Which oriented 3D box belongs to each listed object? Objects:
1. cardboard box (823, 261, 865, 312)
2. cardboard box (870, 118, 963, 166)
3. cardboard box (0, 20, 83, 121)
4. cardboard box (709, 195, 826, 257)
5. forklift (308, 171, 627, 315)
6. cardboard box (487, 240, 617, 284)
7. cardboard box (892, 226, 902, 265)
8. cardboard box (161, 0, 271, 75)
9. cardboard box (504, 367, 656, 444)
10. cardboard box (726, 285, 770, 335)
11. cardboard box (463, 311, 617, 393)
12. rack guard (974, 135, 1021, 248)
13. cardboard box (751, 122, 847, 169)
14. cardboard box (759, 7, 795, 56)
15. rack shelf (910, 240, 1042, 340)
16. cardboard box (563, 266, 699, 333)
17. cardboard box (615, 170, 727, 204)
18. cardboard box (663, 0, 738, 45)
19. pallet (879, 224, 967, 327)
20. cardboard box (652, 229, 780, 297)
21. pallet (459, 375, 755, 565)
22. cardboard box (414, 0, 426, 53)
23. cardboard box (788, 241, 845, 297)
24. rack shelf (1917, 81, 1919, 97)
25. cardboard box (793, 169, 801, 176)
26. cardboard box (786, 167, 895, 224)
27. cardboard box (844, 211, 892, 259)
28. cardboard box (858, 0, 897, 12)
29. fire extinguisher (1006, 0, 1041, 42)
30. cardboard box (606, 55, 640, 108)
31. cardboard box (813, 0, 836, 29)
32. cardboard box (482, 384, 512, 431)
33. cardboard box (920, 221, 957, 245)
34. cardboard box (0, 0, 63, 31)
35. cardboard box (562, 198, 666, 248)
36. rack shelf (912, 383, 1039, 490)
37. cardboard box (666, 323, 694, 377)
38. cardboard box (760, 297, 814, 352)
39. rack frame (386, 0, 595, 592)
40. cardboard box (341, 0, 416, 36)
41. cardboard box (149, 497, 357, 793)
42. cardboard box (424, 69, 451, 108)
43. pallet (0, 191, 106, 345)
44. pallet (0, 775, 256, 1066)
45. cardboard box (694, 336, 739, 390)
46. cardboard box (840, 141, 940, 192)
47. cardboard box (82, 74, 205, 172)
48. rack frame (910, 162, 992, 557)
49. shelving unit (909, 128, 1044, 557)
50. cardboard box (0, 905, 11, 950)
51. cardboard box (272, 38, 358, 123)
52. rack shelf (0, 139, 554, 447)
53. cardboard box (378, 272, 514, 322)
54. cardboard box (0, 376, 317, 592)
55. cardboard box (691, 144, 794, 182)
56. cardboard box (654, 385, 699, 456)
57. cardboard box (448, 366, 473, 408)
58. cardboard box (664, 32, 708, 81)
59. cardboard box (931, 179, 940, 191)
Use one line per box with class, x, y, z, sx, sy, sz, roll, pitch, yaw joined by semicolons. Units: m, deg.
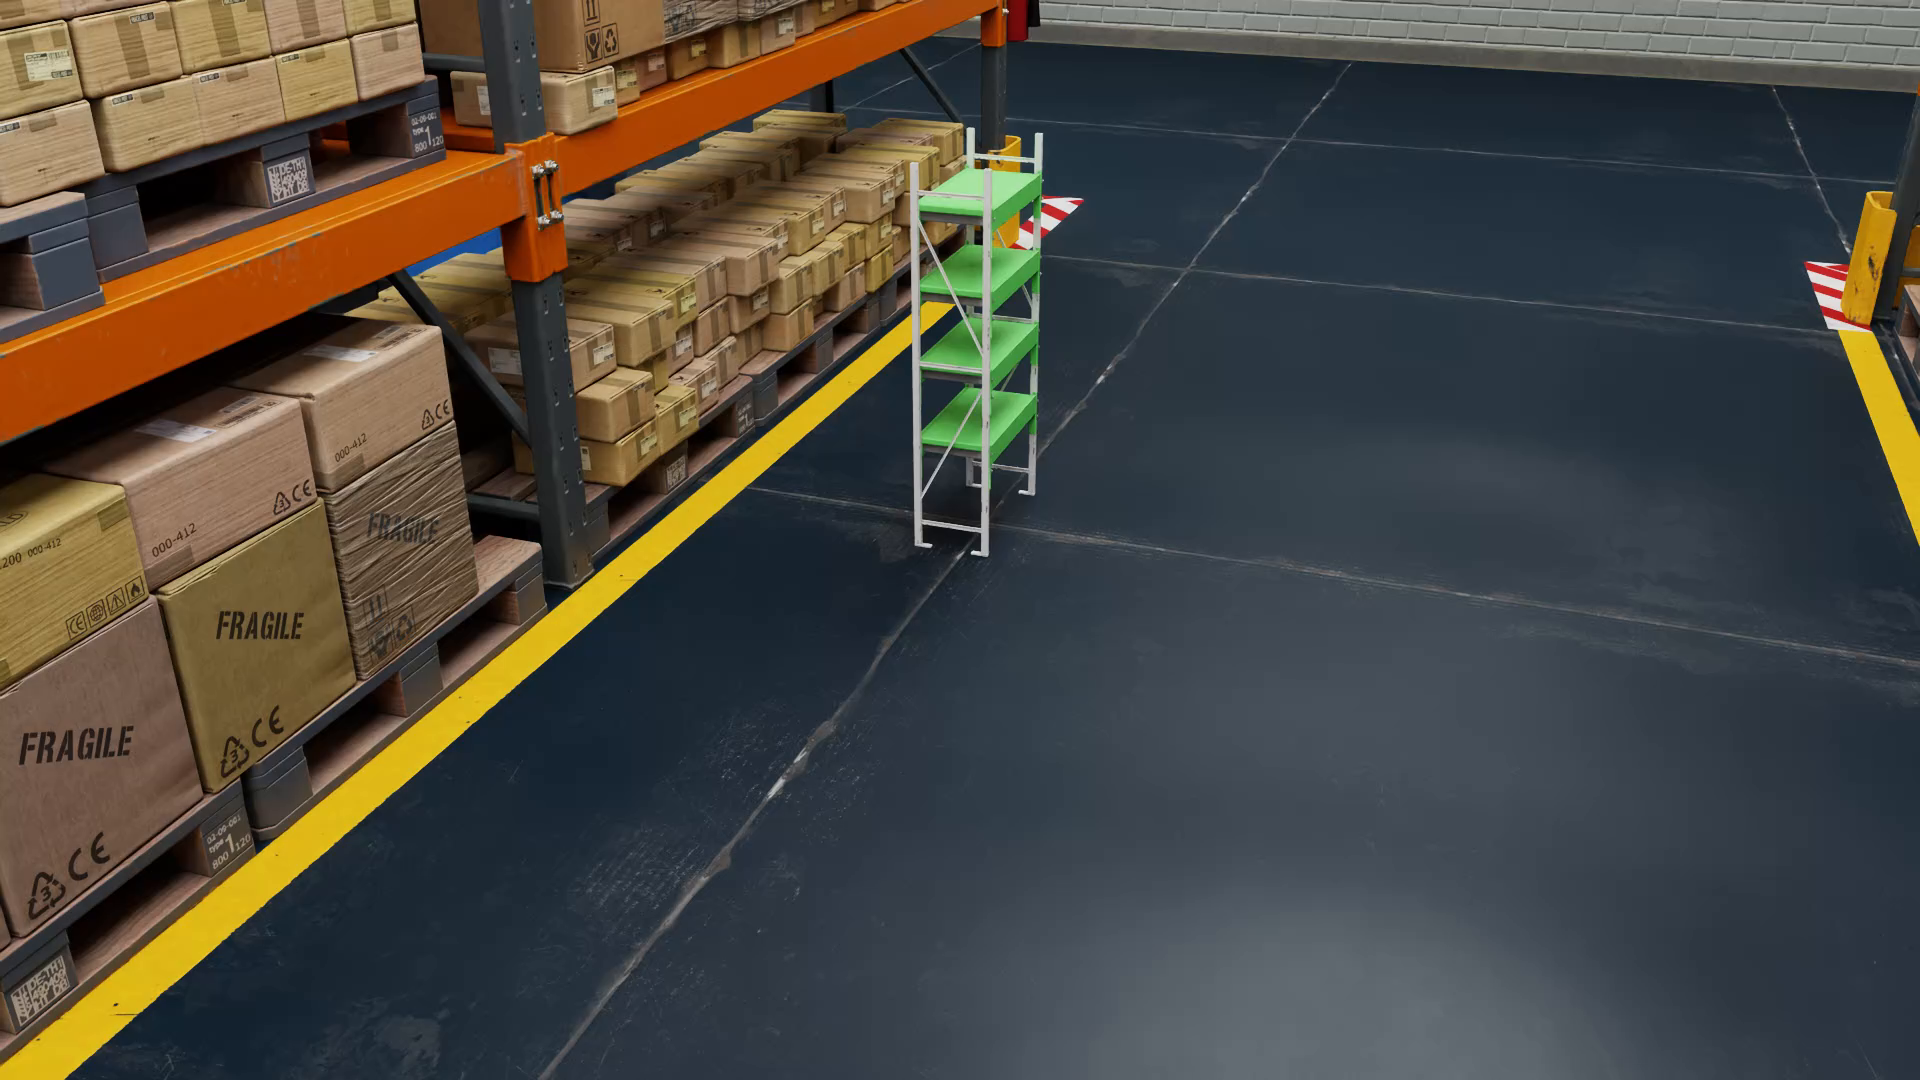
cardboard box;-0.610;-1.053;6.773;0.380;0.149;0.250;9;27;18
cardboard box;-0.204;-1.857;7.749;0.380;0.149;0.250;9;27;18
cardboard box;-1.890;-0.881;3.093;0.380;0.149;0.250;7;27;15
cardboard box;-0.743;-1.217;6.428;0.380;0.149;0.250;9;27;18
forklift;-3.000;-2.319;6.677;3.031;2.935;1.130;0;26;0
cardboard box;-1.441;-0.960;5.898;0.380;0.149;0.250;10;27;19
cardboard box;-0.474;-1.277;7.234;0.380;0.149;0.250;9;27;18
cardboard box;-1.716;-1.101;3.547;0.380;0.149;0.250;10;28;20
cardboard box;-1.175;-0.436;5.156;0.380;0.149;0.250;10;28;20
cardboard box;-0.922;-0.878;6.070;0.380;0.149;0.250;10;28;20
cardboard box;-1.288;-0.579;5.110;0.380;0.149;0.250;10;28;20
rack guard;-0.292;-1.781;8.354;1.175;0.500;0.348;9;27;17
cardboard box;-0.739;-1.814;7.661;0.380;0.149;0.250;9;27;18
cardboard box;-0.802;-1.797;5.809;0.380;0.149;0.250;10;28;20
rack shelf;0.055;-0.767;5.052;0.258;0.148;0.480;9;27;17
cardboard box;-1.102;-0.794;5.555;0.380;0.149;0.250;8;27;17
cardboard box;-1.180;-1.401;6.808;0.380;0.149;0.250;9;27;18
cardboard box;-1.037;-1.844;5.160;0.500;0.500;0.500;9;27;17
pallet;-0.595;-1.322;7.738;1.003;0.211;1.213;9;27;17
cardboard box;-0.875;-0.997;5.975;0.380;0.149;0.250;9;27;19
pallet;-1.407;-0.319;5.668;1.003;0.211;1.213;9;27;17
cardboard box;-1.703;-1.712;4.888;0.500;0.500;0.500;9;27;18
cardboard box;-0.673;-1.070;6.467;0.380;0.149;0.250;9;27;18
rack shelf;3.770;-1.115;4.937;1.077;0.370;4.000;9;27;17
cardboard box;-0.825;-1.581;7.522;0.380;0.149;0.250;9;27;18
cardboard box;-0.491;-1.421;6.850;0.380;0.149;0.250;10;28;19
cardboard box;-0.504;-1.290;6.921;0.380;0.149;0.250;9;27;18
cardboard box;-0.474;-2.235;6.712;0.380;0.149;0.250;8;27;15
fire extinguisher;0.253;-2.771;8.048;0.296;0.674;0.183;9;27;17
cardboard box;-1.179;-1.366;4.918;0.380;0.149;0.250;10;27;19
cardboard box;-0.693;-2.021;6.271;0.380;0.149;0.250;9;27;18
cardboard box;-1.623;-0.504;5.639;0.380;0.149;0.250;10;27;19
cardboard box;-0.235;-1.476;7.646;0.380;0.149;0.250;10;27;19
cardboard box;-1.896;-1.019;3.036;0.380;0.149;0.250;8;27;16
cardboard box;-1.360;-1.198;6.388;0.380;0.149;0.250;8;27;16
rack shelf;0.055;-0.335;5.261;0.258;0.148;0.480;9;27;17
cardboard box;-1.128;-0.658;5.615;0.380;0.149;0.250;9;27;17
cardboard box;-0.780;-0.841;6.335;0.380;0.149;0.250;8;27;16
rack frame;-1.598;-1.293;4.479;1.000;3.000;0.127;9;27;17
cardboard box;-1.544;-1.311;3.981;0.380;0.149;0.250;10;27;19
cardboard box;-1.777;0.194;3.793;0.500;0.500;0.500;8;27;16
cardboard box;-1.723;-1.332;4.847;0.380;0.149;0.250;8;27;17
pallet;-2.308;-0.383;2.818;1.003;0.211;1.213;9;27;17
pallet;-2.260;0.785;3.387;1.003;0.211;1.213;9;27;17
cardboard box;-1.014;-0.633;5.905;0.380;0.149;0.250;8;27;16
cardboard box;-0.308;-1.637;7.295;0.380;0.149;0.250;8;27;16
cardboard box;-1.797;-0.865;3.402;0.380;0.149;0.250;7;27;15
rack frame;-0.026;-0.508;4.922;0.240;1.200;0.015;9;27;17
shelving unit;0.055;-0.608;5.129;0.258;1.200;0.503;9;27;17
cardboard box;-2.122;0.614;2.926;0.500;0.500;0.500;8;27;16
cardboard box;-1.629;-1.071;3.825;0.380;0.149;0.250;9;27;18
rack shelf;-2.263;-0.148;2.938;1.077;0.370;4.000;9;27;17
cardboard box;-1.677;-0.762;5.488;0.380;0.149;0.250;9;27;18
cardboard box;-1.791;-0.143;3.629;0.500;0.250;0.500;10;28;20
cardboard box;-0.949;-1.615;7.251;0.380;0.149;0.250;7;27;15
cardboard box;-1.085;-0.412;5.448;0.380;0.149;0.250;10;27;19
cardboard box;-1.792;-0.509;5.307;0.380;0.149;0.250;9;27;18
cardboard box;-1.044;-1.594;5.389;0.380;0.149;0.250;8;27;15
cardboard box;-0.311;-1.619;7.600;0.380;0.149;0.250;8;27;16
